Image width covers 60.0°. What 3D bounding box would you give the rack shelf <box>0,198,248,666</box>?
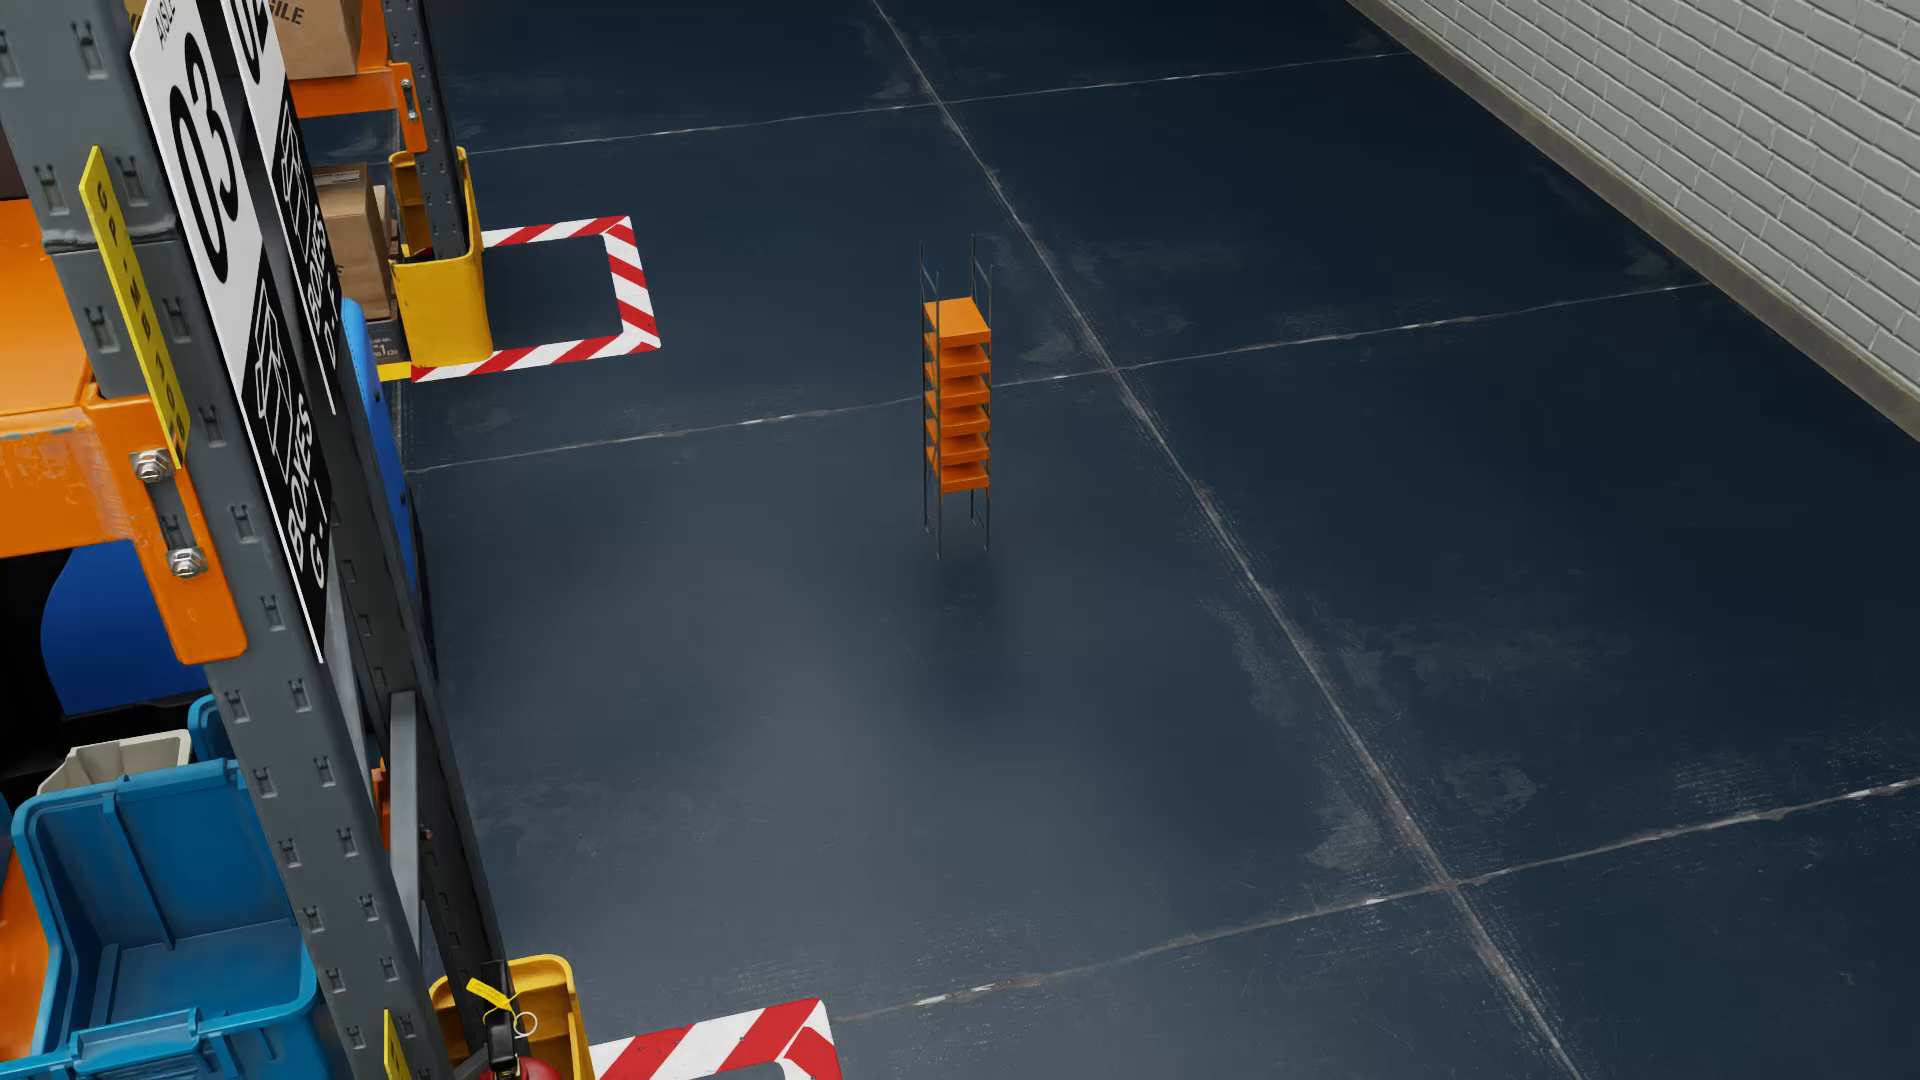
[{"bbox_3d":[-2.930,0.009,1.892,4.000,0.370,1.077,-9,38,-12],"label":"rack shelf"}]

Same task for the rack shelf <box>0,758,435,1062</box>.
[{"bbox_3d":[-2.930,1.201,2.804,4.000,0.370,1.077,-9,38,-12],"label":"rack shelf"}]

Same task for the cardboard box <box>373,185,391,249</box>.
[{"bbox_3d":[-2.780,-1.486,7.708,0.250,0.149,0.380,-9,38,-12],"label":"cardboard box"}]

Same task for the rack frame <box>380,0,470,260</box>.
[{"bbox_3d":[-2.287,-2.308,6.798,0.127,3.000,1.000,-9,38,-12],"label":"rack frame"}]

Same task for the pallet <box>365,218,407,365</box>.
[{"bbox_3d":[-3.129,-1.061,7.464,1.213,0.211,1.003,-9,38,-12],"label":"pallet"}]

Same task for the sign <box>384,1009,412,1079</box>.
[{"bbox_3d":[-0.840,0.853,2.531,0.005,0.325,0.100,-9,38,-12],"label":"sign"}]

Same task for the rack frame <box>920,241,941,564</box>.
[{"bbox_3d":[-0.102,-0.460,5.864,0.006,1.200,0.240,-9,38,-12],"label":"rack frame"}]

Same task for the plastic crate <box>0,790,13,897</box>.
[{"bbox_3d":[-1.959,0.591,3.097,0.300,0.233,0.416,-9,38,-12],"label":"plastic crate"}]

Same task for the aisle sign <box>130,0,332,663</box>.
[{"bbox_3d":[-0.853,-0.274,2.000,0.004,0.787,0.394,-9,38,-12],"label":"aisle sign"}]

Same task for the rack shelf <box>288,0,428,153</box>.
[{"bbox_3d":[-4.217,-1.705,6.603,4.000,0.370,1.077,-9,38,-12],"label":"rack shelf"}]

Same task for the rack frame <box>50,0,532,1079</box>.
[{"bbox_3d":[-0.999,0.598,2.999,0.127,3.000,1.000,-9,38,-12],"label":"rack frame"}]

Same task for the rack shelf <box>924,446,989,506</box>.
[{"bbox_3d":[-0.014,-0.248,6.055,0.180,0.103,0.258,-9,38,-12],"label":"rack shelf"}]

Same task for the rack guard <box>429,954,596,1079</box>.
[{"bbox_3d":[-0.979,1.580,3.774,0.348,0.500,1.175,-9,38,-12],"label":"rack guard"}]

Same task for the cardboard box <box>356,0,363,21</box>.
[{"bbox_3d":[-2.784,-2.432,6.878,0.500,0.500,0.500,-9,38,-11],"label":"cardboard box"}]

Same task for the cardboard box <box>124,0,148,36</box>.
[{"bbox_3d":[-3.148,-2.033,6.356,0.500,0.500,0.500,-9,38,-12],"label":"cardboard box"}]

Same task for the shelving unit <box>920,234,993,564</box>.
[{"bbox_3d":[-0.014,-0.474,5.882,0.189,1.200,0.258,-9,38,-12],"label":"shelving unit"}]

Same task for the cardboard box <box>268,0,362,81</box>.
[{"bbox_3d":[-2.648,-2.117,6.466,0.500,0.500,0.500,-8,38,-11],"label":"cardboard box"}]

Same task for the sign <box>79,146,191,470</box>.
[{"bbox_3d":[-0.840,-0.232,1.701,0.005,0.325,0.100,-9,38,-12],"label":"sign"}]

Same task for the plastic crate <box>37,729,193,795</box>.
[{"bbox_3d":[-1.654,0.527,3.260,0.298,0.136,0.250,-9,38,-12],"label":"plastic crate"}]

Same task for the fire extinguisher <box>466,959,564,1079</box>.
[{"bbox_3d":[-0.735,1.020,2.819,0.183,0.674,0.296,-9,38,-12],"label":"fire extinguisher"}]

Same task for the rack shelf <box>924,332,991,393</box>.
[{"bbox_3d":[-0.014,-0.630,5.764,0.180,0.103,0.258,-9,38,-12],"label":"rack shelf"}]

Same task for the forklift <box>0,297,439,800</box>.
[{"bbox_3d":[-3.299,-0.593,4.612,3.031,2.935,1.130,-11,39,-14],"label":"forklift"}]

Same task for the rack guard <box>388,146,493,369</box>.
[{"bbox_3d":[-2.360,-1.303,7.542,0.348,0.500,1.175,-9,38,-12],"label":"rack guard"}]

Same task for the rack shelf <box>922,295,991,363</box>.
[{"bbox_3d":[-0.014,-0.725,5.691,0.180,0.103,0.258,-9,38,-12],"label":"rack shelf"}]

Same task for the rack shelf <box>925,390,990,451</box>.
[{"bbox_3d":[-0.014,-0.439,5.909,0.180,0.103,0.258,-9,38,-12],"label":"rack shelf"}]

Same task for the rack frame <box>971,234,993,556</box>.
[{"bbox_3d":[0.074,-0.489,5.901,0.006,1.200,0.240,-9,38,-12],"label":"rack frame"}]

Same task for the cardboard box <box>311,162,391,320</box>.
[{"bbox_3d":[-2.747,-1.259,7.123,0.500,0.500,0.500,-9,38,-12],"label":"cardboard box"}]

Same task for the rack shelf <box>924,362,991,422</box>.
[{"bbox_3d":[-0.014,-0.534,5.837,0.180,0.103,0.258,-9,38,-12],"label":"rack shelf"}]

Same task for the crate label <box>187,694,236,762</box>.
[{"bbox_3d":[-1.323,0.487,3.233,0.303,0.233,0.416,-9,38,-12],"label":"crate label"}]

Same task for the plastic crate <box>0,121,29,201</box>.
[{"bbox_3d":[-1.443,-0.644,2.262,0.590,0.269,0.497,-9,38,-12],"label":"plastic crate"}]

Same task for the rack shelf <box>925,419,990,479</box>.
[{"bbox_3d":[-0.014,-0.344,5.982,0.180,0.103,0.258,-9,38,-12],"label":"rack shelf"}]

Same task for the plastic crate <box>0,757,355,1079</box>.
[{"bbox_3d":[-1.273,0.723,2.758,0.499,0.435,0.616,-9,38,-12],"label":"plastic crate"}]

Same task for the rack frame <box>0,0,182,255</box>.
[{"bbox_3d":[-0.999,-1.785,1.177,0.127,3.000,1.000,-9,38,-12],"label":"rack frame"}]

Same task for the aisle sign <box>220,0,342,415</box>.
[{"bbox_3d":[-1.007,-0.620,2.452,0.004,0.787,0.394,-9,38,-12],"label":"aisle sign"}]
